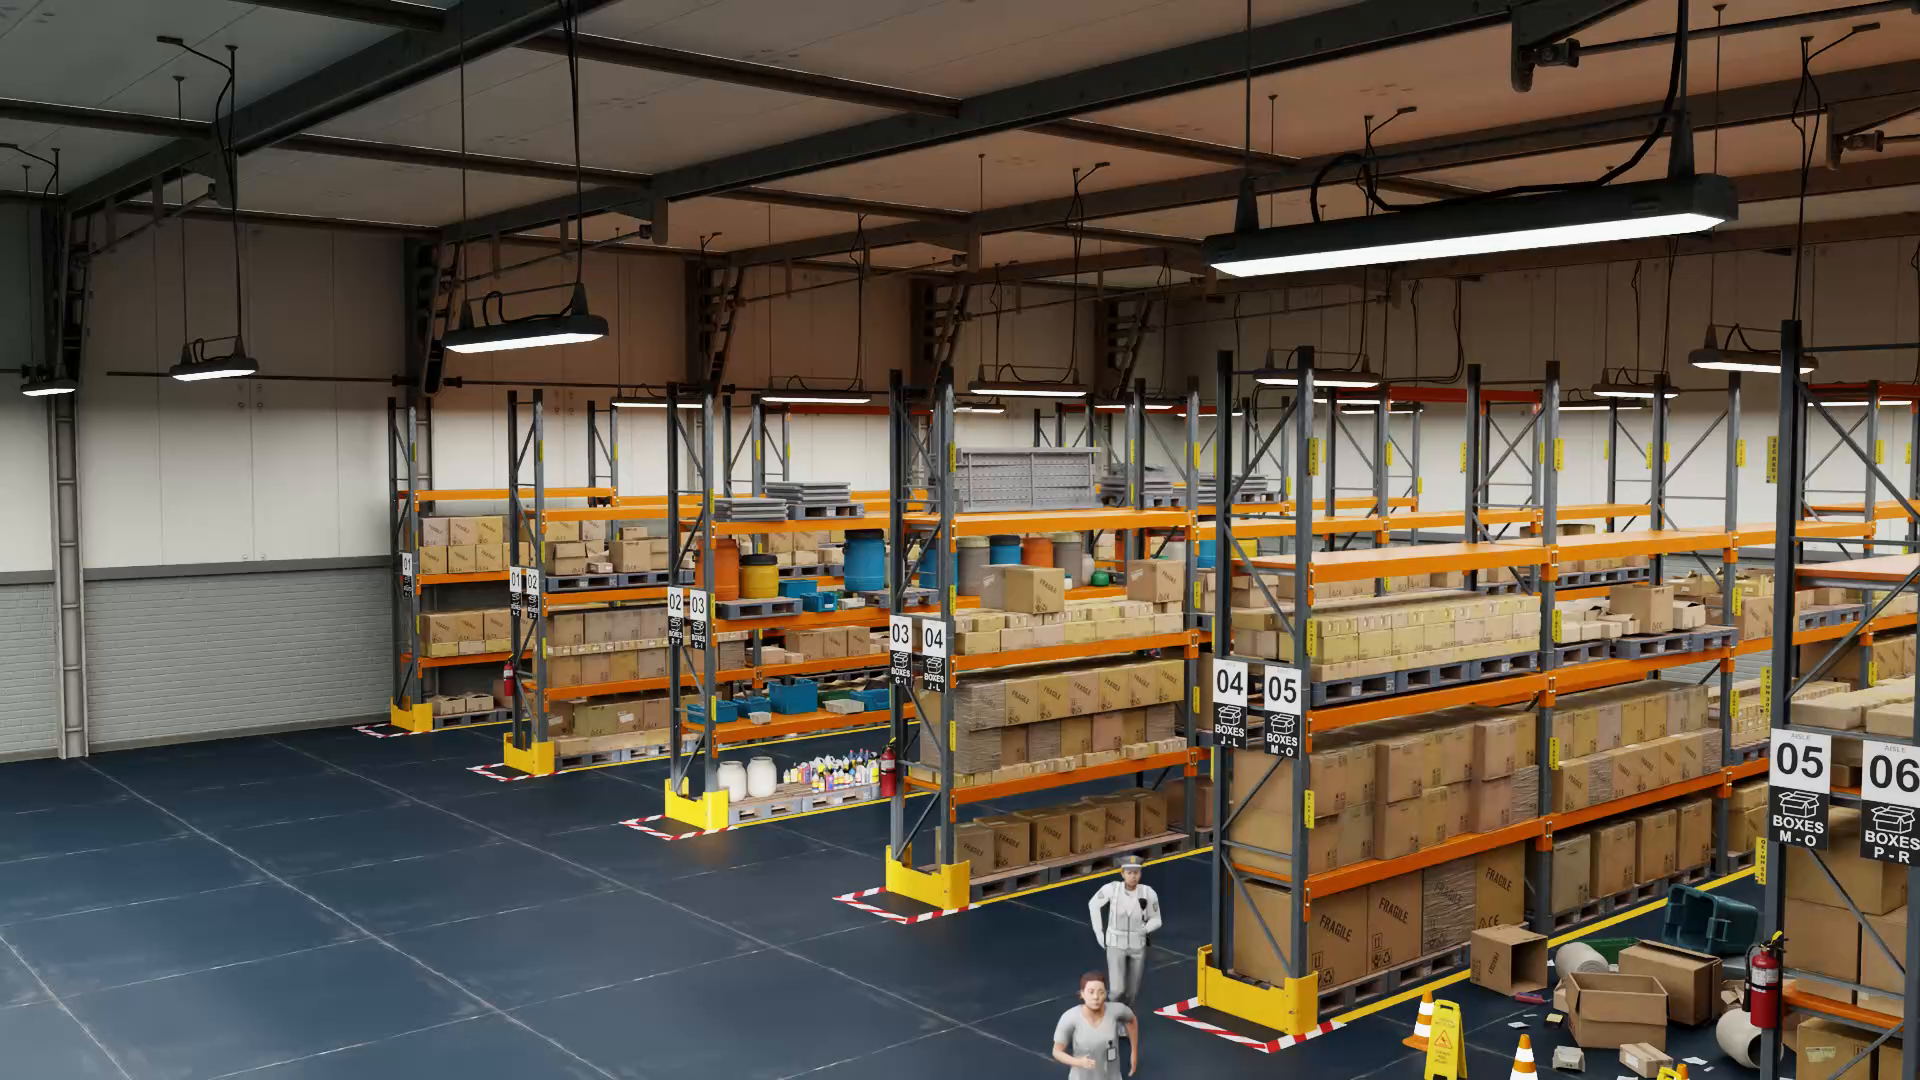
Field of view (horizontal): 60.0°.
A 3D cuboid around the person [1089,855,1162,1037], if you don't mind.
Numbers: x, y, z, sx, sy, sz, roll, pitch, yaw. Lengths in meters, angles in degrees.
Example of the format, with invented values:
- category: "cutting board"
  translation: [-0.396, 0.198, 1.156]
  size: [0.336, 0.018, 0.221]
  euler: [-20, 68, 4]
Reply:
- category: "person"
  translation: [1.426, 3.491, 14.251]
  size: [0.602, 1.644, 0.654]
  euler: [0, 3, -2]

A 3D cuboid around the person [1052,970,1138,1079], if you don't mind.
- category: "person"
  translation: [0.906, 3.683, 11.149]
  size: [0.586, 1.702, 0.837]
  euler: [0, 3, 1]
